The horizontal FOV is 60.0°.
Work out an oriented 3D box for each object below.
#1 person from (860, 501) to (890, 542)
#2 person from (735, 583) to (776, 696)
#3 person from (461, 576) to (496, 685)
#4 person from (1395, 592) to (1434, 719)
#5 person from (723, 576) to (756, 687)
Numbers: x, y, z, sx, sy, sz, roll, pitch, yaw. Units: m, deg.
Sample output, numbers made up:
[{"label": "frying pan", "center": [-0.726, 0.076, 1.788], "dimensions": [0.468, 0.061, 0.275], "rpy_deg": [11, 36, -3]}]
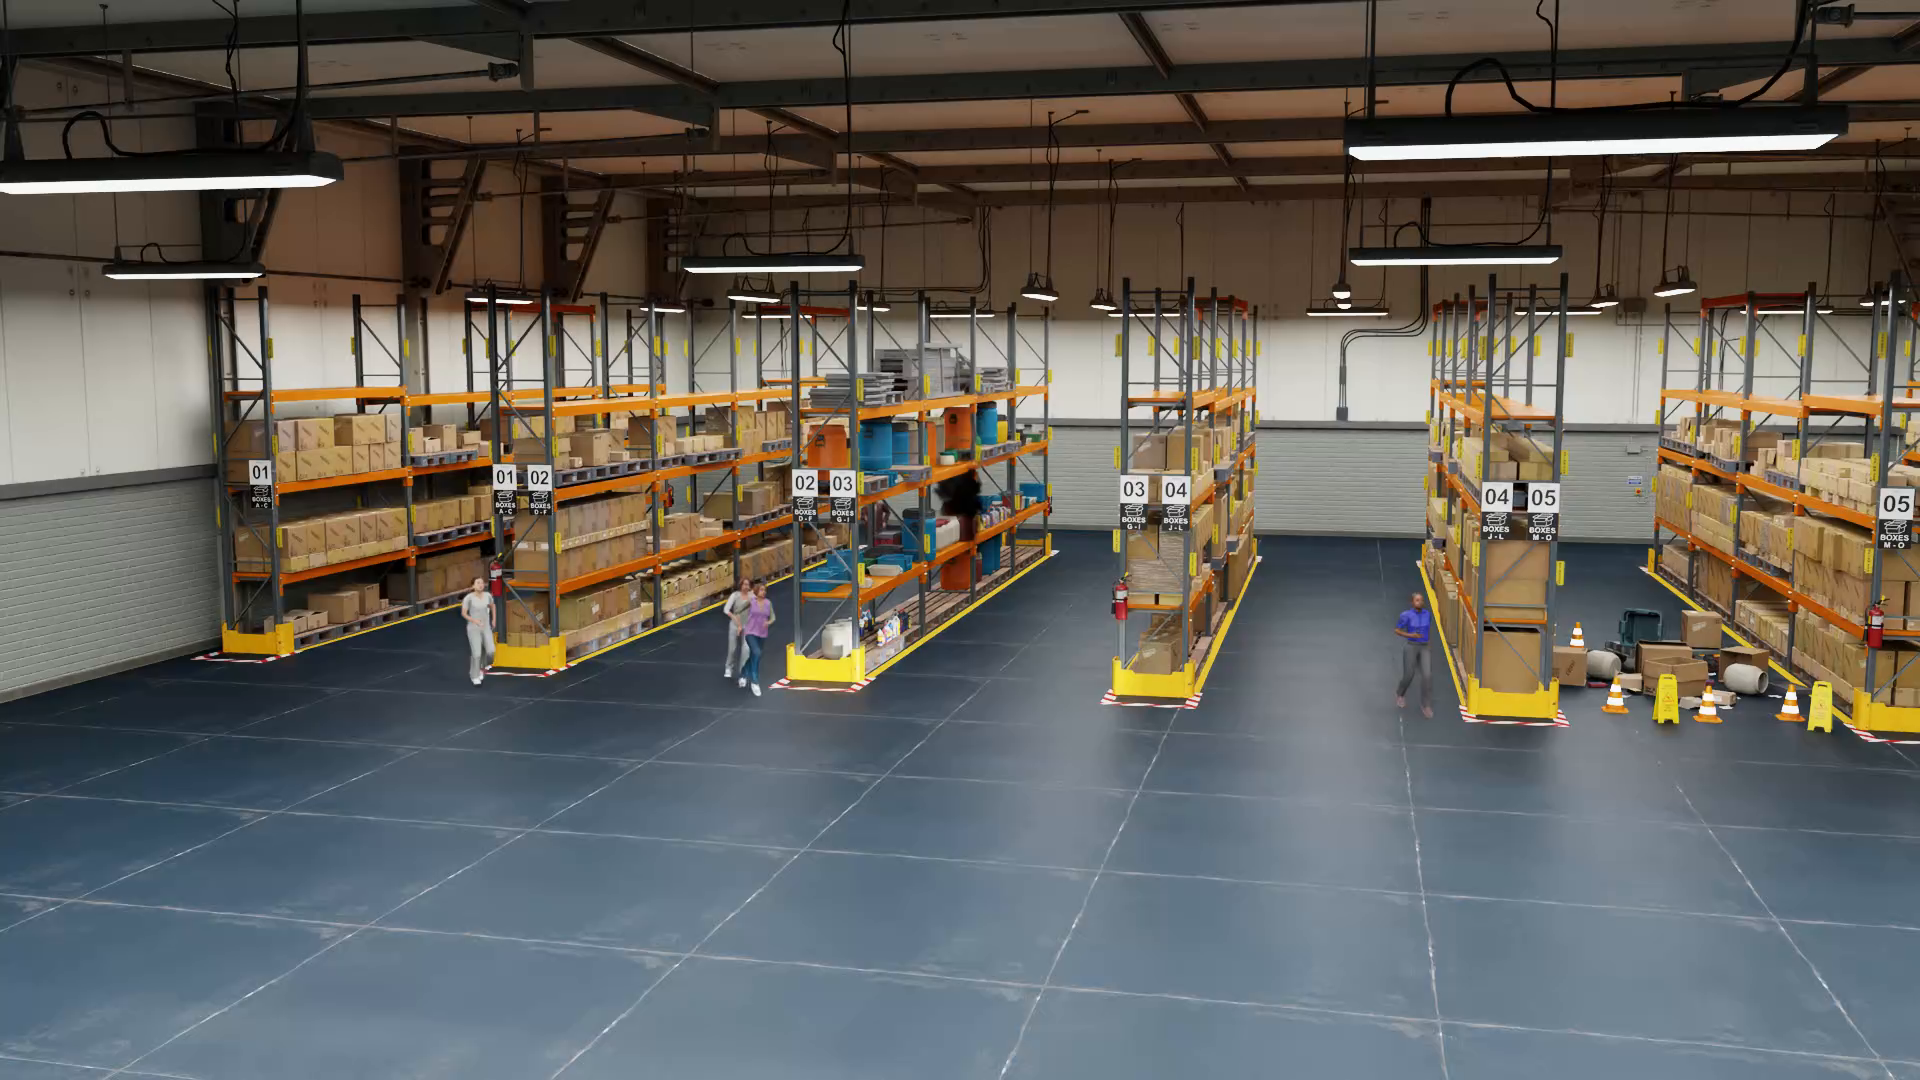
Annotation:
[{"label": "person", "center": [-1.936, -0.163, 37.596], "dimensions": [0.654, 1.778, 0.853], "rpy_deg": [1, 7, 6]}, {"label": "person", "center": [-2.957, 1.418, 24.336], "dimensions": [0.536, 1.582, 0.743], "rpy_deg": [-4, 8, -32]}, {"label": "person", "center": [-7.135, 1.346, 24.831], "dimensions": [0.596, 1.643, 0.554], "rpy_deg": [-5, 9, -39]}, {"label": "person", "center": [6.260, 1.553, 22.875], "dimensions": [0.584, 1.681, 0.811], "rpy_deg": [-1, 7, -7]}, {"label": "person", "center": [-3.255, 1.347, 25.008], "dimensions": [0.598, 1.618, 0.670], "rpy_deg": [-1, 7, -10]}]
